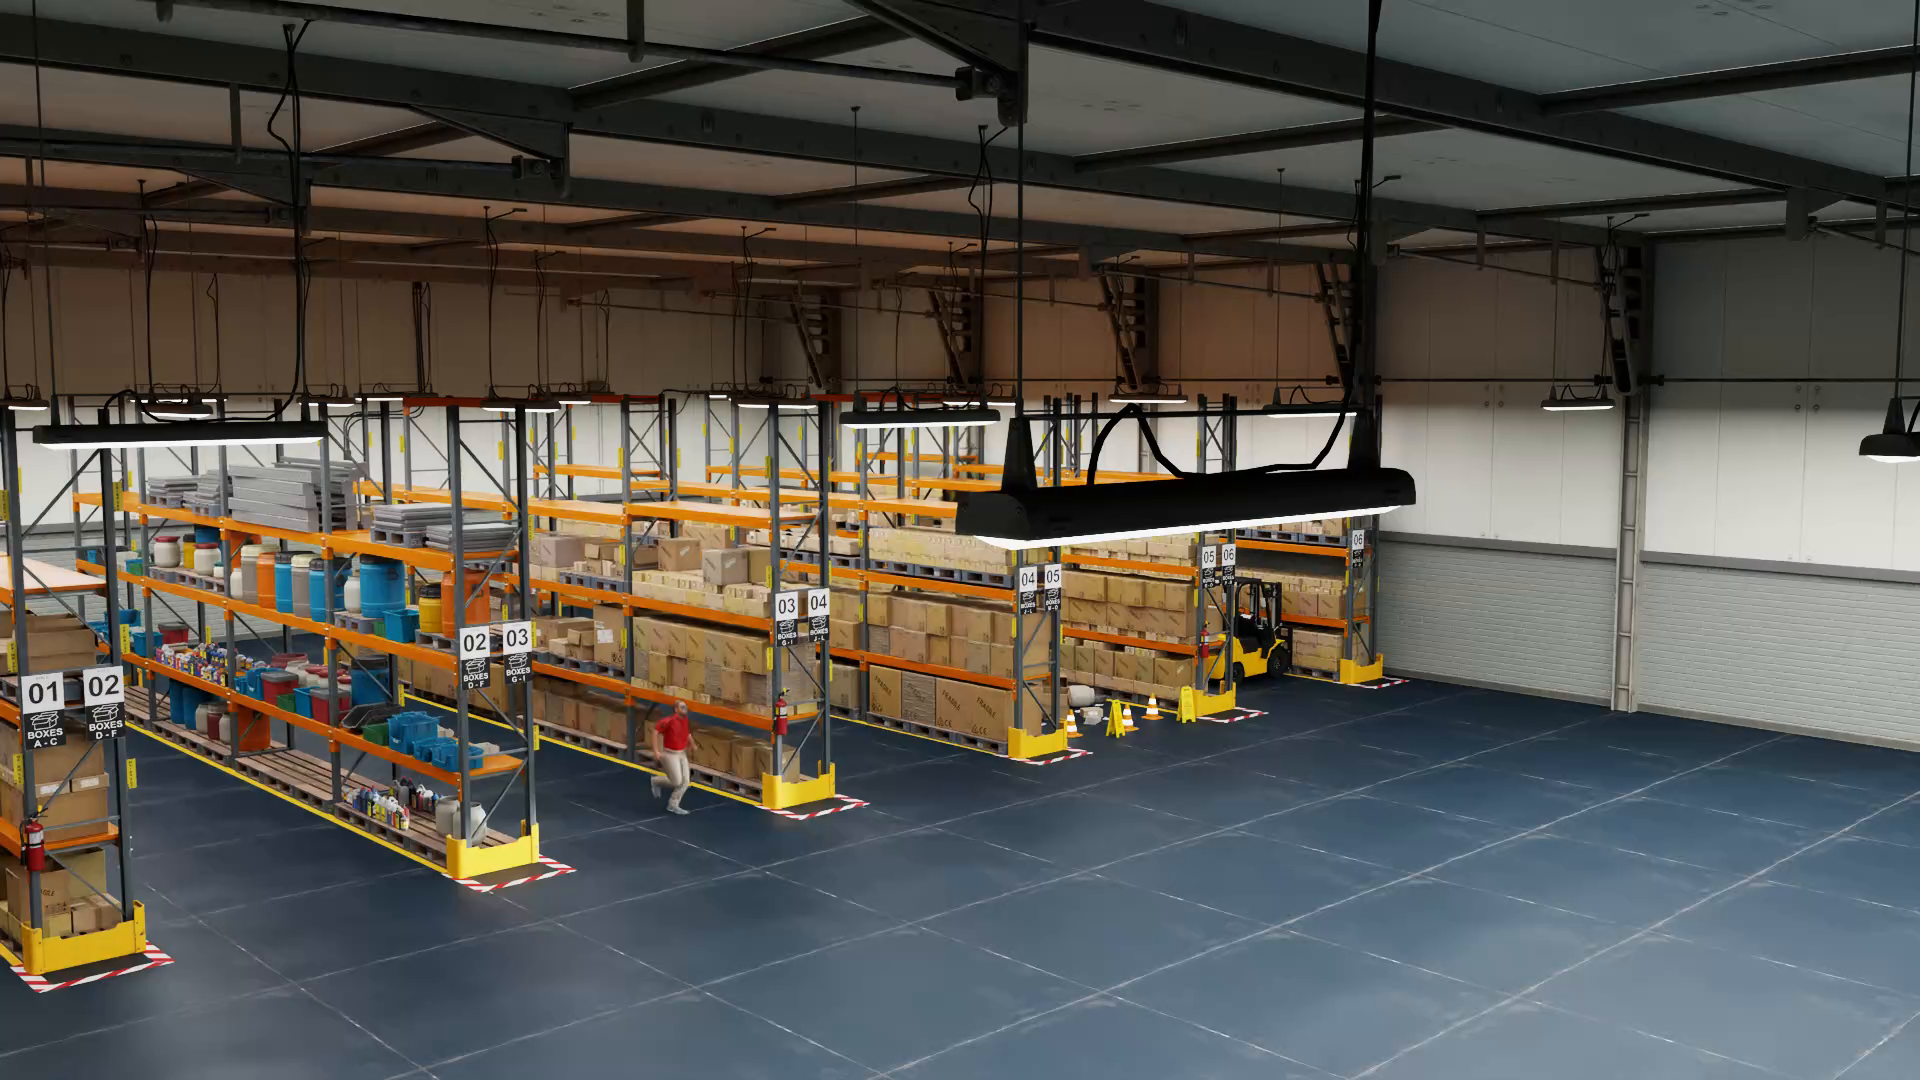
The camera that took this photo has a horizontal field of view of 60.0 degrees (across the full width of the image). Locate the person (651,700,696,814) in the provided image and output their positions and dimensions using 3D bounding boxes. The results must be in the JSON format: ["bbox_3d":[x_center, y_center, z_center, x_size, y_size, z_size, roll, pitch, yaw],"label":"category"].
[{"bbox_3d":[-4.189,3.169,24.312,0.708,1.680,0.698,3,6,30],"label":"person"}]

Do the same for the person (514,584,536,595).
[{"bbox_3d":[-10.728,1.474,41.135,0.621,1.815,1.100,2,6,18],"label":"person"}]
